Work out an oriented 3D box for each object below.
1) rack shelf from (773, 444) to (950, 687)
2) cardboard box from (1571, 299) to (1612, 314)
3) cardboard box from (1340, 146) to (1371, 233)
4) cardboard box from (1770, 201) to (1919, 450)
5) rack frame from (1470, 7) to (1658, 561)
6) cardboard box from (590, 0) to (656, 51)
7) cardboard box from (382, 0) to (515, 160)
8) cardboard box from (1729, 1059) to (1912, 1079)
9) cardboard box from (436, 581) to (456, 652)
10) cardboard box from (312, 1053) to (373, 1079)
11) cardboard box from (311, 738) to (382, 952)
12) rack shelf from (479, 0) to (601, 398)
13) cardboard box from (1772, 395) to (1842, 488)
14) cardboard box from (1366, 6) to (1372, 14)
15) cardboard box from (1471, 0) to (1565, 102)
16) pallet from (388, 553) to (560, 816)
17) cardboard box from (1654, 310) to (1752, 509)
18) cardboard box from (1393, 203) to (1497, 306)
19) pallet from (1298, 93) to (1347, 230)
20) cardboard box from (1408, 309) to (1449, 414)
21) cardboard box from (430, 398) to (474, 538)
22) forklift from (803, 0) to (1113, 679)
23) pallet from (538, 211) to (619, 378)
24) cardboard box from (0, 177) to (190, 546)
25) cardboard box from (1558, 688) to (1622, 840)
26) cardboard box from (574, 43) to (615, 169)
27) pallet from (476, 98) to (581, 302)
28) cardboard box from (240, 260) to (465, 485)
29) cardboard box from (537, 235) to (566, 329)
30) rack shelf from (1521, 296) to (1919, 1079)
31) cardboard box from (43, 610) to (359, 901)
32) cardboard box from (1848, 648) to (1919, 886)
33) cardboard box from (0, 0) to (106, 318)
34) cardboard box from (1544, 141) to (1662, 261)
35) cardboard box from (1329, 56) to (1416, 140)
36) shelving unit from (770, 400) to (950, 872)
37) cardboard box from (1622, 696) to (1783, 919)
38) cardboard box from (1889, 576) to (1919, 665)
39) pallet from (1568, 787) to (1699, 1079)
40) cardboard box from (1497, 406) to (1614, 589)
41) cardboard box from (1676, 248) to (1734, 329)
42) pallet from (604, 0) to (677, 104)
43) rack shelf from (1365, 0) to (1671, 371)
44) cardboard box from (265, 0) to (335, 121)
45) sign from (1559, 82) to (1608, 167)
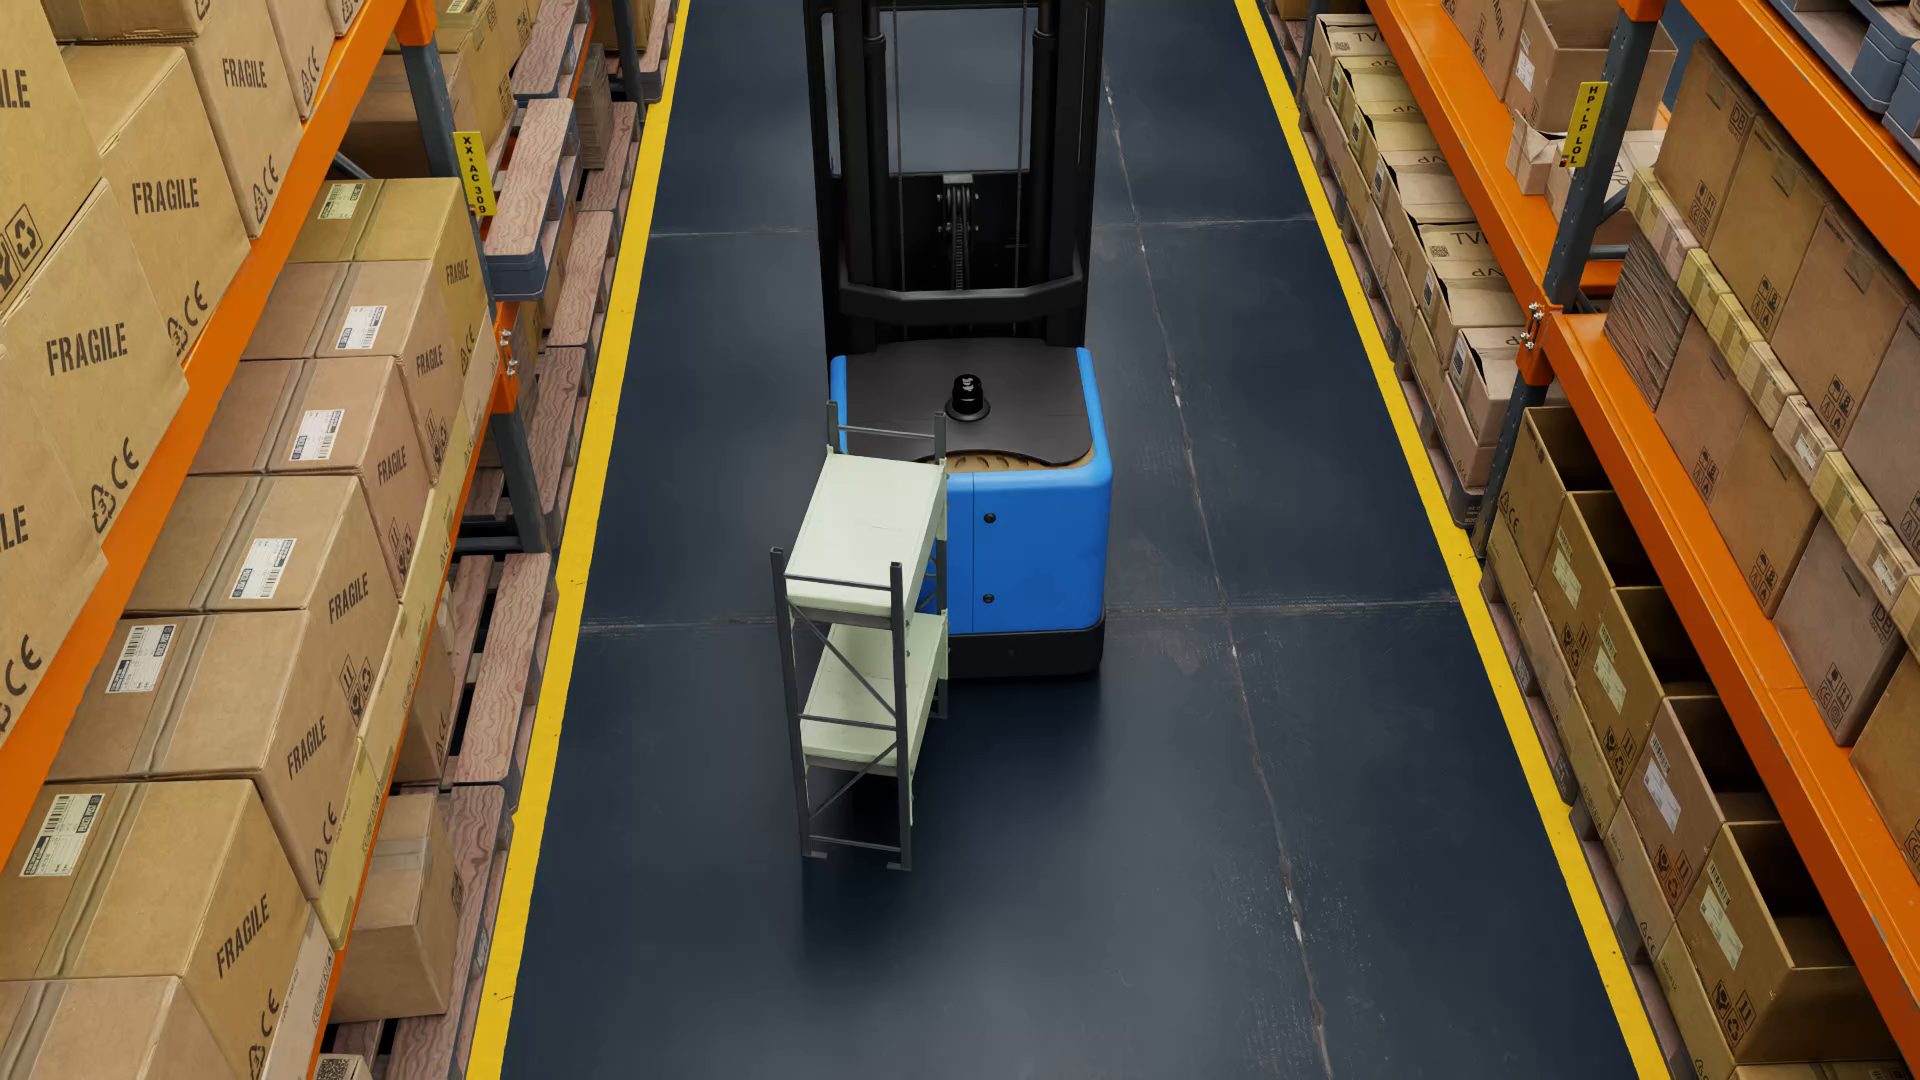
[{"bbox_3d":[-0.309,0.073,5.483,0.431,0.370,0.720,7,43,7],"label":"rack shelf"},{"bbox_3d":[2.938,-1.046,7.480,0.500,0.311,0.500,-2,43,-2],"label":"cardboard box"},{"bbox_3d":[2.332,-1.863,8.787,0.500,0.250,0.500,-3,43,-3],"label":"cardboard box"},{"bbox_3d":[2.791,-0.610,4.662,0.700,0.500,0.500,-2,43,-2],"label":"cardboard box"},{"bbox_3d":[2.723,-1.074,6.202,1.000,3.000,0.127,-2,43,-2],"label":"rack frame"},{"bbox_3d":[-2.297,-3.492,10.120,0.750,0.750,0.750,-2,43,-2],"label":"cardboard box"},{"bbox_3d":[-2.231,-1.850,6.649,0.700,0.500,0.500,2,43,3],"label":"cardboard box"},{"bbox_3d":[2.541,1.795,4.796,0.500,0.250,0.500,-2,43,-2],"label":"cardboard box"},{"bbox_3d":[-2.174,0.314,6.459,0.380,0.166,0.250,-7,43,-7],"label":"cardboard box"},{"bbox_3d":[-2.020,1.746,4.790,0.500,0.311,0.500,2,43,2],"label":"cardboard box"},{"bbox_3d":[-1.812,0.786,4.268,0.500,0.250,0.500,-2,43,-2],"label":"cardboard box"},{"bbox_3d":[-2.311,-2.014,7.760,1.077,0.370,4.000,-2,43,-2],"label":"rack shelf"},{"bbox_3d":[2.599,-0.293,4.796,0.380,0.149,0.250,-3,43,-3],"label":"cardboard box"},{"bbox_3d":[2.819,-3.330,10.188,0.500,0.500,0.500,0,43,0],"label":"cardboard box"},{"bbox_3d":[2.663,-2.323,7.491,0.500,0.500,0.500,-2,43,-2],"label":"cardboard box"},{"bbox_3d":[-2.163,0.551,6.492,1.003,0.211,1.213,-2,43,-2],"label":"pallet"},{"bbox_3d":[2.777,-0.455,5.453,0.700,0.500,0.500,-2,43,-2],"label":"cardboard box"},{"bbox_3d":[2.372,-1.375,7.839,0.500,0.311,0.500,-2,43,-2],"label":"cardboard box"},{"bbox_3d":[2.549,-2.189,9.482,1.003,0.211,1.213,-2,43,-2],"label":"pallet"},{"bbox_3d":[2.396,-0.828,7.658,0.500,0.250,0.500,-2,43,-2],"label":"cardboard box"},{"bbox_3d":[-1.891,-0.233,5.381,0.500,0.250,0.500,-1,43,-2],"label":"cardboard box"},{"bbox_3d":[-0.035,-1.505,6.723,1.130,2.935,3.031,-2,43,-2],"label":"forklift"},{"bbox_3d":[-2.316,-1.252,8.460,1.003,0.211,1.213,-2,43,-2],"label":"pallet"},{"bbox_3d":[-1.834,-0.326,3.077,0.500,0.500,0.500,0,43,0],"label":"cardboard box"},{"bbox_3d":[2.472,0.782,5.901,0.500,0.250,0.500,-2,43,-2],"label":"cardboard box"},{"bbox_3d":[-2.314,-2.386,9.157,0.700,0.500,0.500,-1,43,-1],"label":"cardboard box"},{"bbox_3d":[-2.114,-1.378,6.676,1.003,0.211,1.213,-2,43,-2],"label":"pallet"},{"bbox_3d":[-1.871,-0.511,5.128,0.500,0.500,0.500,-2,43,-2],"label":"cardboard box"},{"bbox_3d":[-2.328,-1.359,8.037,0.700,0.500,0.500,-1,43,-1],"label":"cardboard box"},{"bbox_3d":[2.807,0.542,4.972,1.077,0.370,4.000,-2,43,-2],"label":"rack shelf"},{"bbox_3d":[-1.803,0.529,3.994,0.500,0.500,0.500,-3,43,-3],"label":"cardboard box"},{"bbox_3d":[2.843,0.584,4.318,0.700,0.500,0.500,-1,43,-2],"label":"cardboard box"},{"bbox_3d":[-1.834,-0.700,2.745,0.500,0.500,0.500,-1,43,-1],"label":"cardboard box"},{"bbox_3d":[2.658,-1.350,6.613,0.500,0.250,0.500,1,43,1],"label":"cardboard box"},{"bbox_3d":[2.312,-2.406,8.964,0.500,0.311,0.500,-3,43,-3],"label":"cardboard box"},{"bbox_3d":[-0.309,0.361,5.747,0.431,1.500,0.755,7,43,7],"label":"shelving unit"},{"bbox_3d":[2.495,0.843,5.279,0.500,0.500,0.500,-2,43,-2],"label":"cardboard box"},{"bbox_3d":[2.629,0.224,4.232,0.380,0.149,0.250,-1,43,-1],"label":"cardboard box"},{"bbox_3d":[2.769,1.318,5.656,1.003,0.211,1.213,-2,43,-2],"label":"pallet"},{"bbox_3d":[2.429,-0.169,6.384,0.500,0.500,0.500,-2,43,-2],"label":"cardboard box"},{"bbox_3d":[2.564,-0.819,5.370,0.380,0.149,0.250,-3,43,-3],"label":"cardboard box"},{"bbox_3d":[-2.355,-3.136,10.515,1.003,0.211,1.213,-2,43,-2],"label":"pallet"},{"bbox_3d":[2.638,-2.159,7.918,1.077,0.370,4.000,-2,43,-2],"label":"rack shelf"},{"bbox_3d":[-1.949,-1.403,4.253,0.500,0.500,0.500,-5,43,-5],"label":"cardboard box"},{"bbox_3d":[2.181,-1.449,5.813,0.100,0.325,0.005,-2,43,-2],"label":"sign"}]
